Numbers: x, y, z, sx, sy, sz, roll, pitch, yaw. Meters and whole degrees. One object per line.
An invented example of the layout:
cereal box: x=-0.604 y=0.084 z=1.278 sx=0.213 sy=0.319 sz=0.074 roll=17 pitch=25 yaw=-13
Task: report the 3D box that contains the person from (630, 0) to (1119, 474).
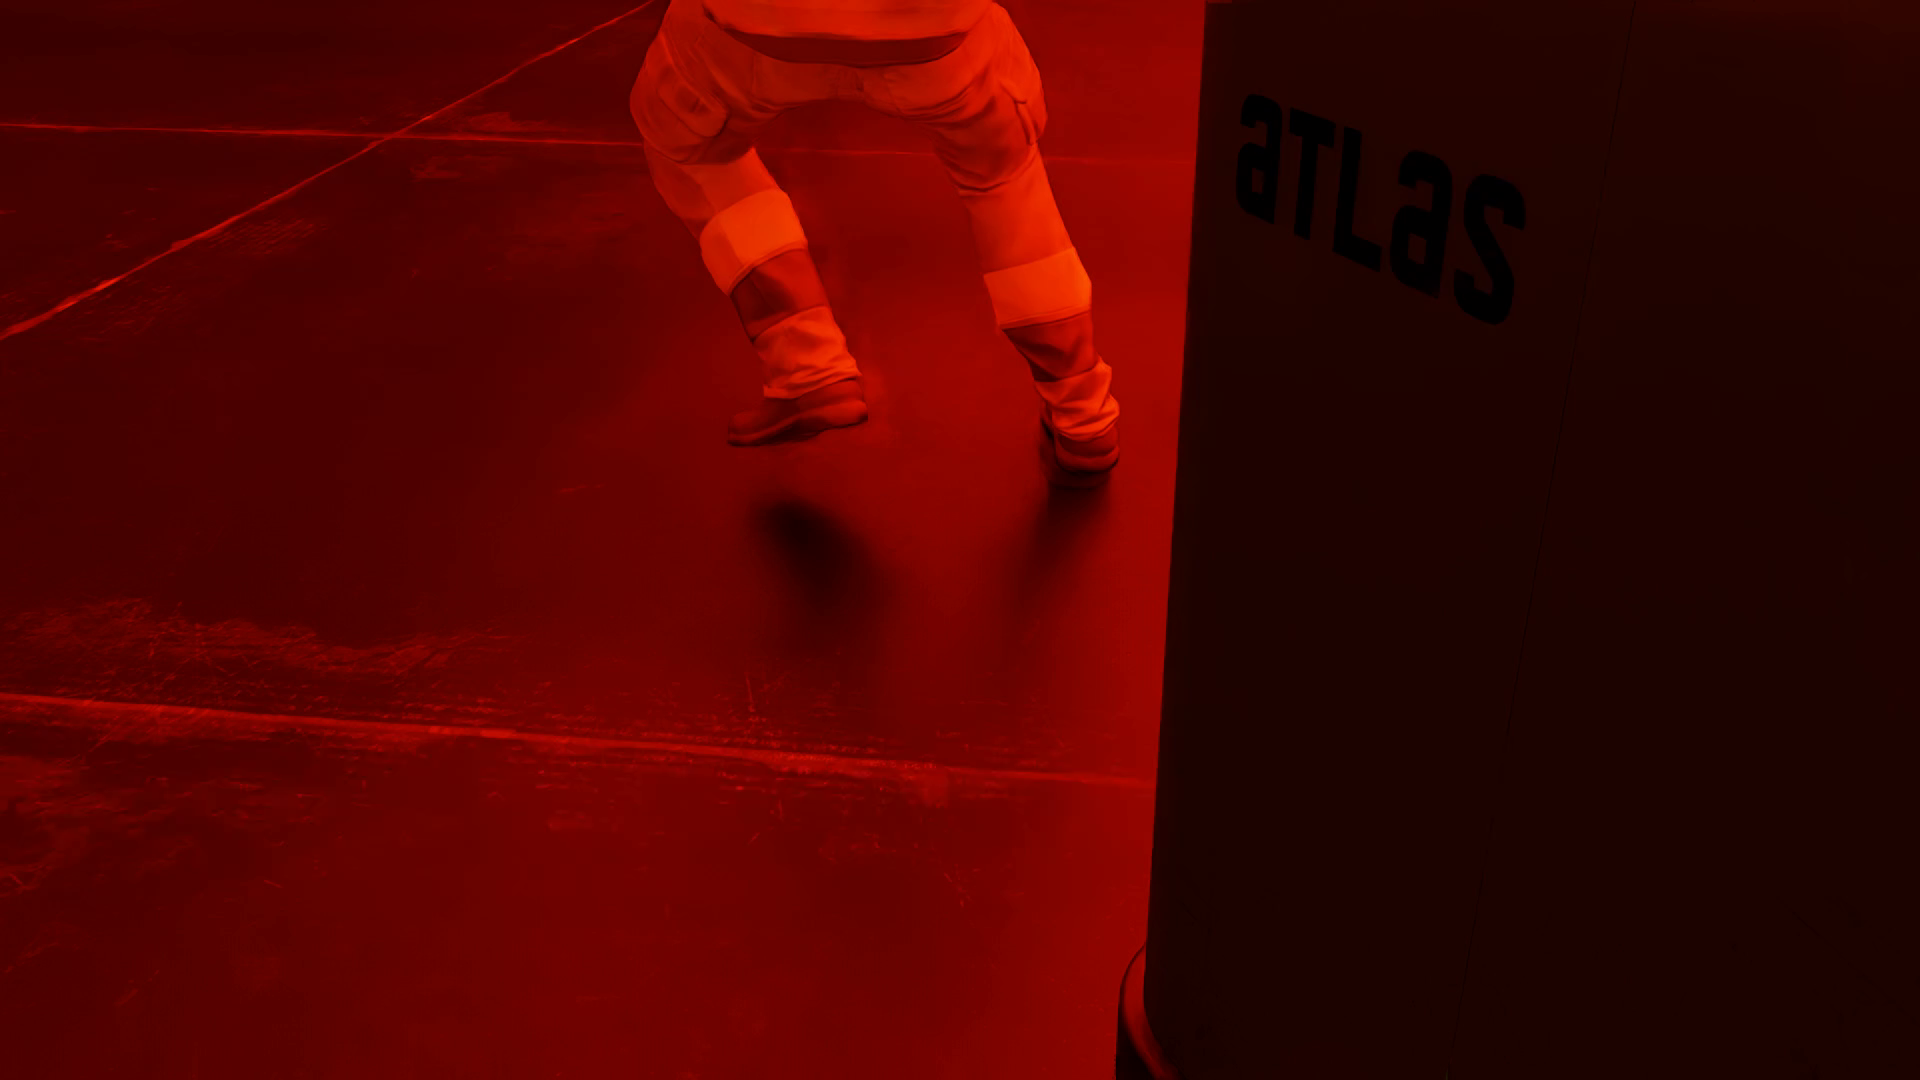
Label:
person: x=-0.130 y=-0.829 z=2.353 sx=0.907 sy=1.624 sz=0.632 roll=-5 pitch=27 yaw=-11
